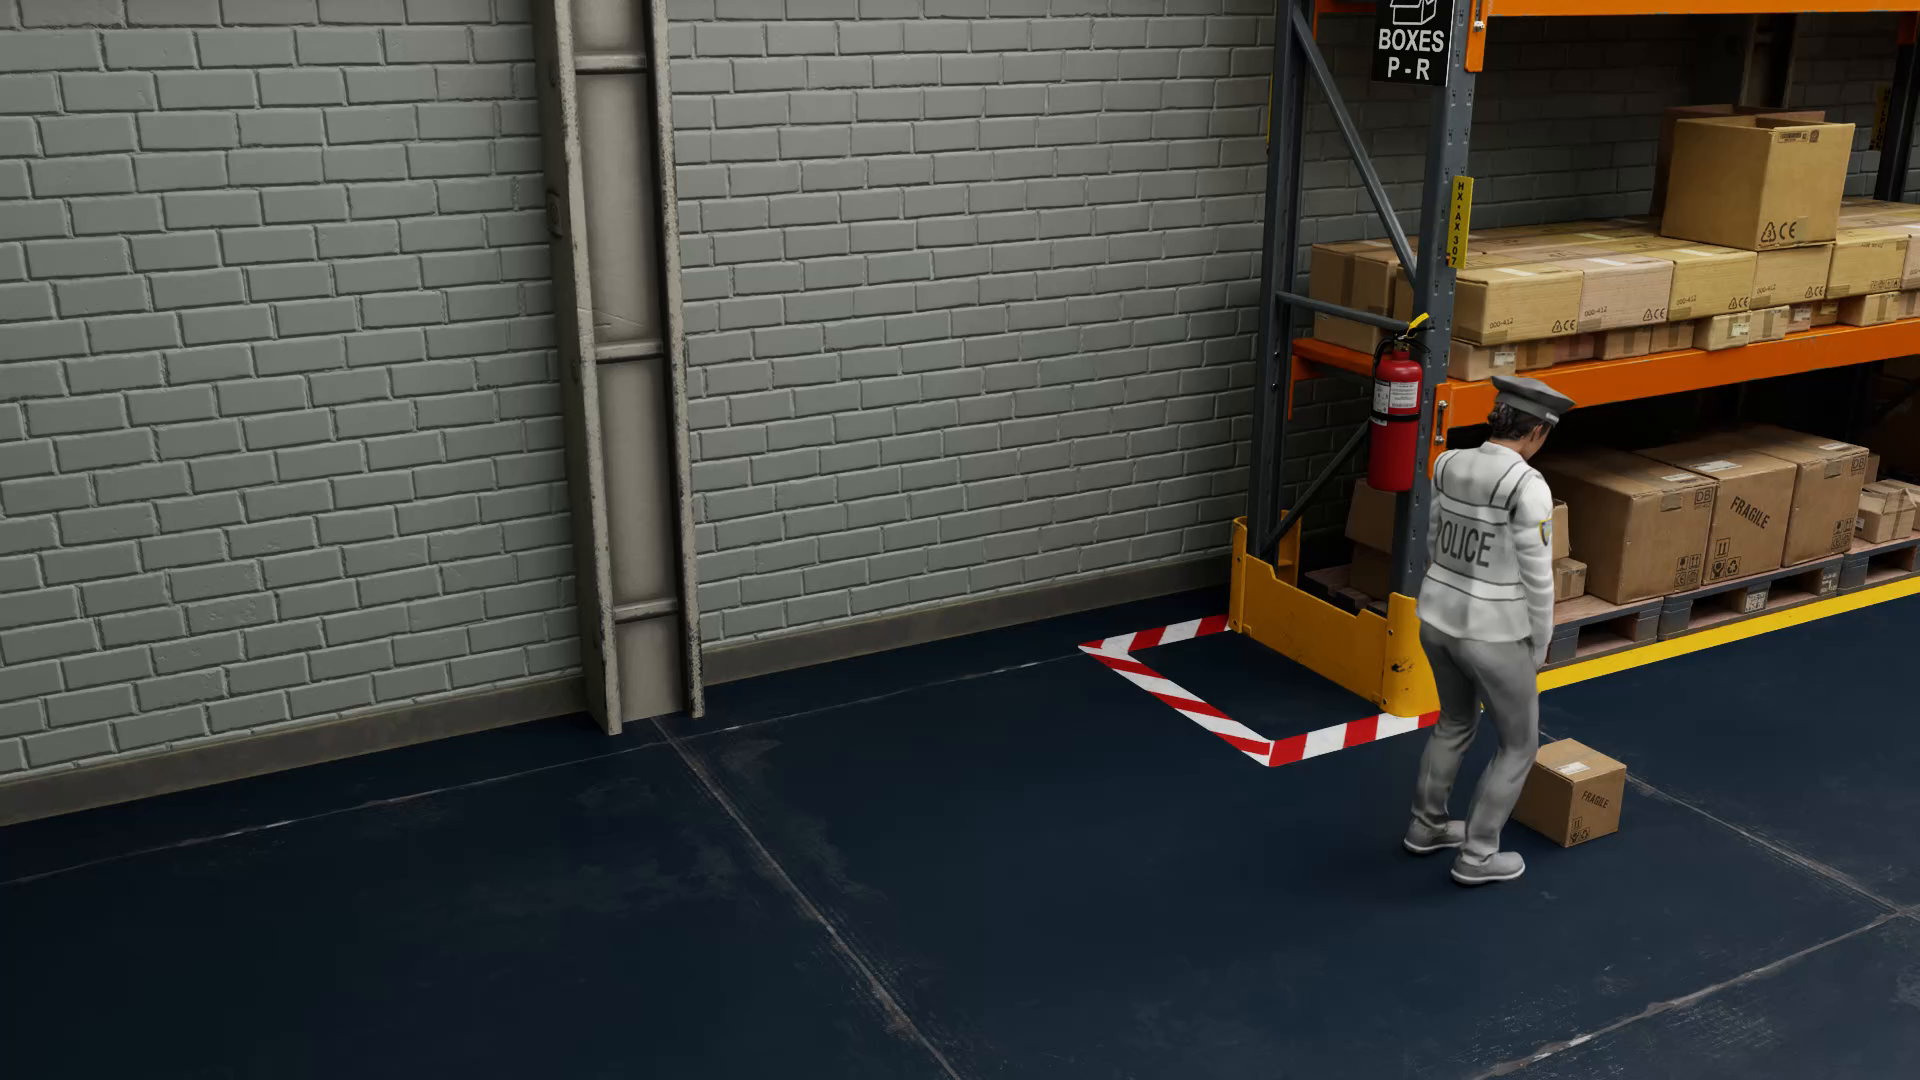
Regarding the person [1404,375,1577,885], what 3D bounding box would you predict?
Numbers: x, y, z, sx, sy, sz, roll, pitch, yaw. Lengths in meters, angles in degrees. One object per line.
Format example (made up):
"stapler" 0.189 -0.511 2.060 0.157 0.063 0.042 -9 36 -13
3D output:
"person" 14.316 -1.989 5.385 23.746 5.877 10.479 -9 21 -25
